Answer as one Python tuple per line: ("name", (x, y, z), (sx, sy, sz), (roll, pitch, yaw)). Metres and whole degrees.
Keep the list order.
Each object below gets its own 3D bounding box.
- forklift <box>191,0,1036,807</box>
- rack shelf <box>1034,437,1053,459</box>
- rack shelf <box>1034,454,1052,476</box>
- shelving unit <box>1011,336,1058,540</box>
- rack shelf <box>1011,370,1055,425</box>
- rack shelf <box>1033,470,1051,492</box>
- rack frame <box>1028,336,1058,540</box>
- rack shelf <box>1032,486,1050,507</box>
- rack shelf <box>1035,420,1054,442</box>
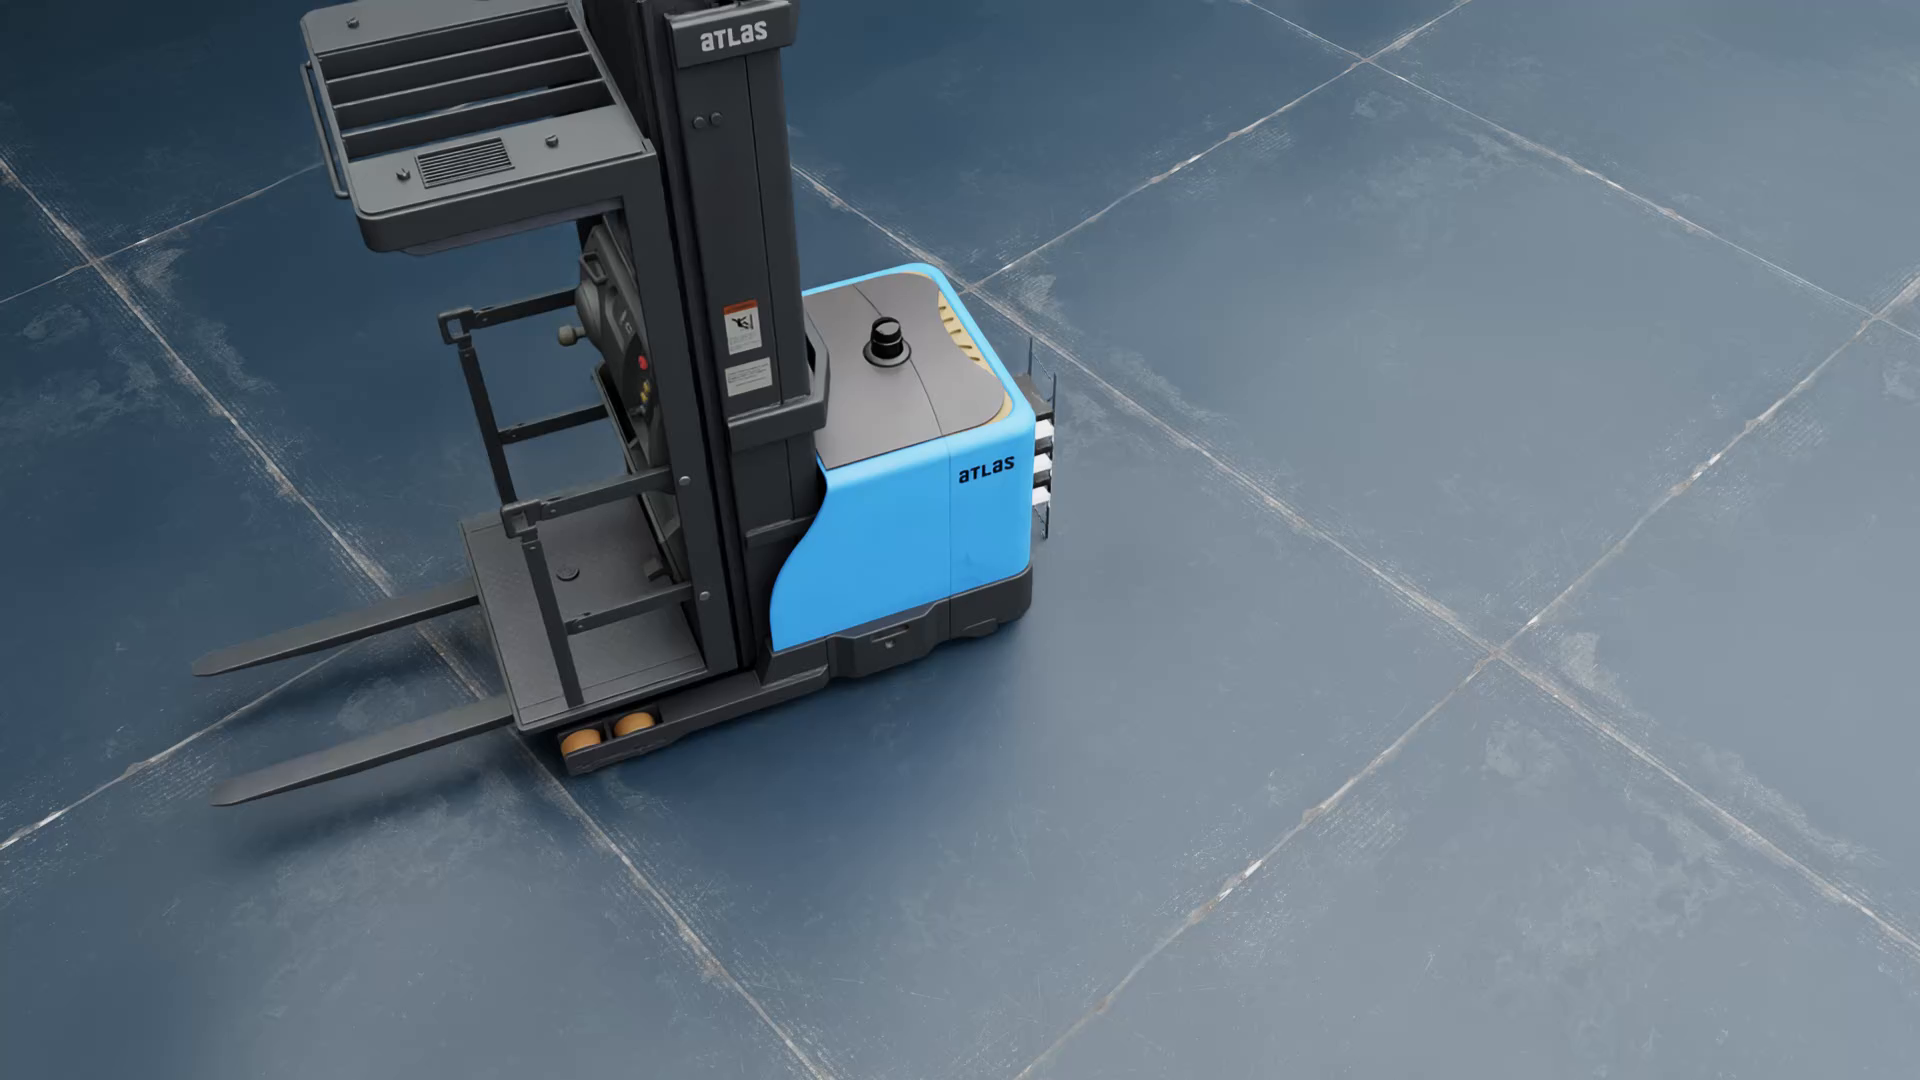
("forklift", (-1.287, -0.595, 5.358), (3.031, 2.935, 1.130), (-17, 50, -15))
("rack shelf", (0.218, -0.396, 6.479), (0.200, 0.077, 0.258), (-17, 50, -15))
("rack shelf", (0.218, -0.335, 6.545), (0.200, 0.077, 0.258), (-17, 50, -15))
("shelving unit", (0.218, -0.357, 6.521), (0.210, 0.900, 0.258), (-17, 50, -15))
("rack shelf", (0.218, -0.518, 6.347), (0.200, 0.077, 0.258), (-17, 50, -15))
("rack shelf", (0.218, -0.274, 6.611), (0.200, 0.077, 0.258), (-17, 50, -15))
("rack frame", (0.312, -0.386, 6.547), (0.006, 0.900, 0.240), (-17, 50, -15))
("rack shelf", (0.218, -0.213, 6.677), (0.200, 0.077, 0.258), (-17, 50, -15))
("rack shelf", (0.218, -0.457, 6.413), (0.200, 0.077, 0.258), (-17, 50, -15))
